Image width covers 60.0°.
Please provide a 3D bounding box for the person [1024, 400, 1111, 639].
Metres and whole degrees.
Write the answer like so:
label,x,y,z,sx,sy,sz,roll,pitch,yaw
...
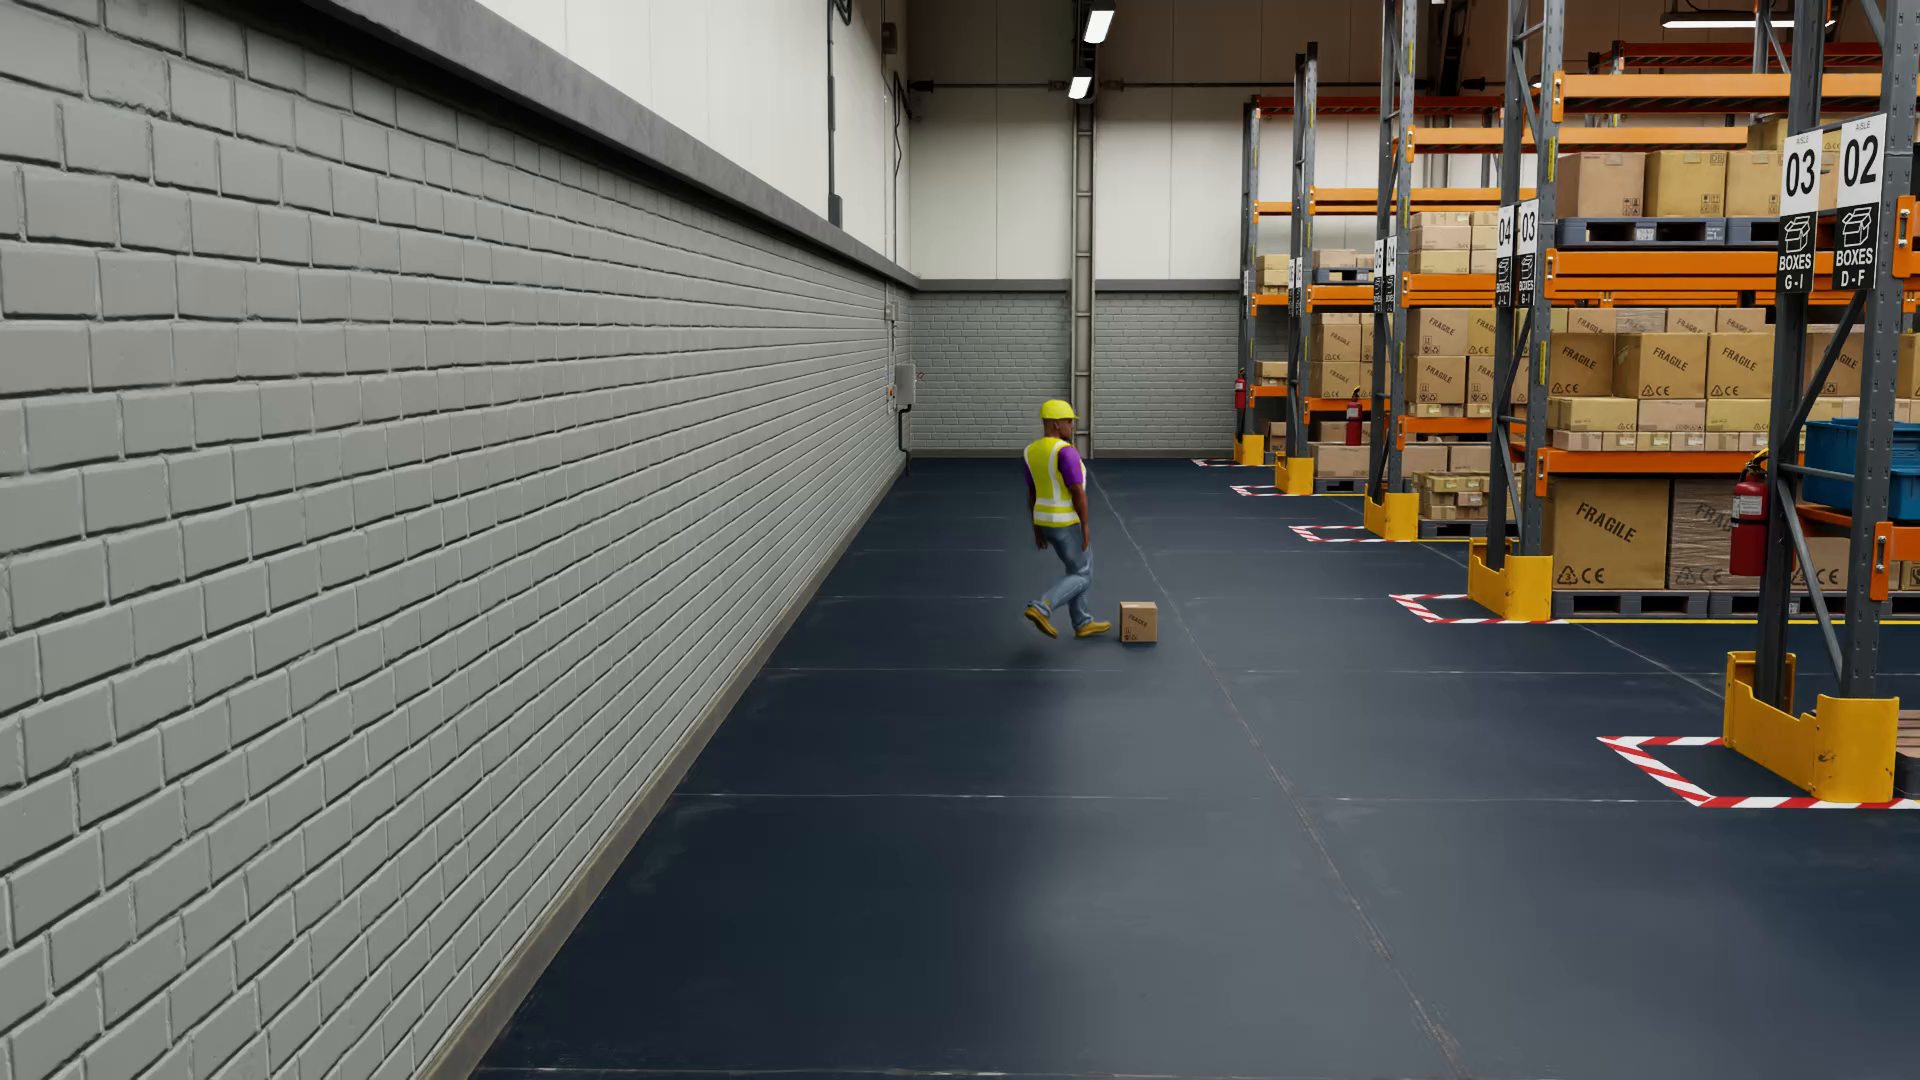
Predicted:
label,x,y,z,sx,sy,sz,roll,pitch,yaw
person,0.764,-0.133,11.828,0.890,1.727,0.596,-4,8,-31
